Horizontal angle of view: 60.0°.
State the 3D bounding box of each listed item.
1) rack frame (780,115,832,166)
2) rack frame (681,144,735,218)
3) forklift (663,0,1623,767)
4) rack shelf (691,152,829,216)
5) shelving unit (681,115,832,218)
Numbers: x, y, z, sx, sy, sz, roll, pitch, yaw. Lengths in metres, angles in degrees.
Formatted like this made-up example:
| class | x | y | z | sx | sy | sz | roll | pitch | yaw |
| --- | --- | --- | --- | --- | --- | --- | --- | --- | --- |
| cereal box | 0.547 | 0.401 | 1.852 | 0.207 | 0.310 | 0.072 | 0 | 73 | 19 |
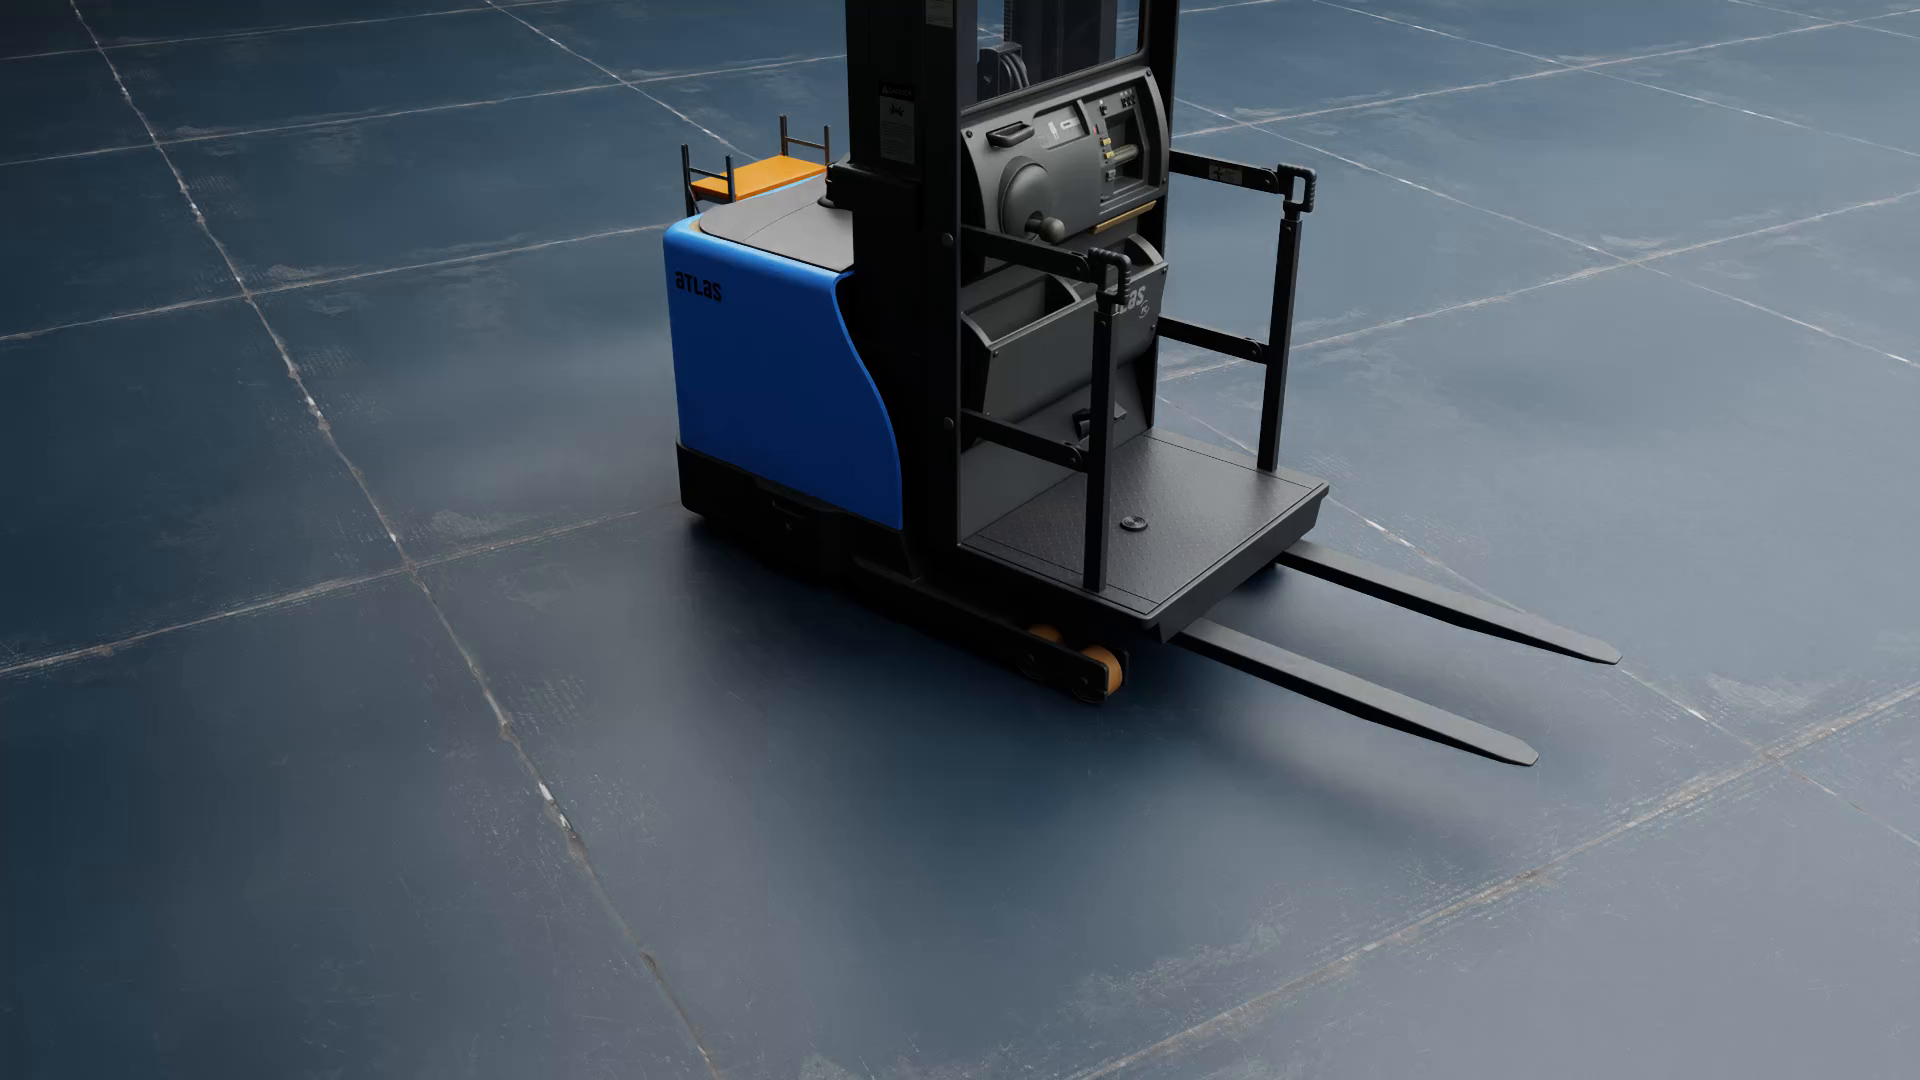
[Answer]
| class | x | y | z | sx | sy | sz | roll | pitch | yaw |
| --- | --- | --- | --- | --- | --- | --- | --- | --- | --- |
| rack frame | -0.561 | -0.991 | 6.304 | 0.240 | 1.200 | 0.015 | 21 | 35 | 33 |
| rack frame | -0.866 | -0.807 | 5.971 | 0.240 | 1.200 | 0.015 | 21 | 35 | 33 |
| forklift | 0.486 | -1.095 | 4.701 | 3.031 | 2.935 | 1.130 | 21 | 35 | 33 |
| rack shelf | -0.713 | -1.243 | 5.948 | 0.258 | 0.148 | 0.480 | 21 | 35 | 33 |
| shelving unit | -0.713 | -0.899 | 6.138 | 0.258 | 1.200 | 0.503 | 21 | 35 | 33 |
